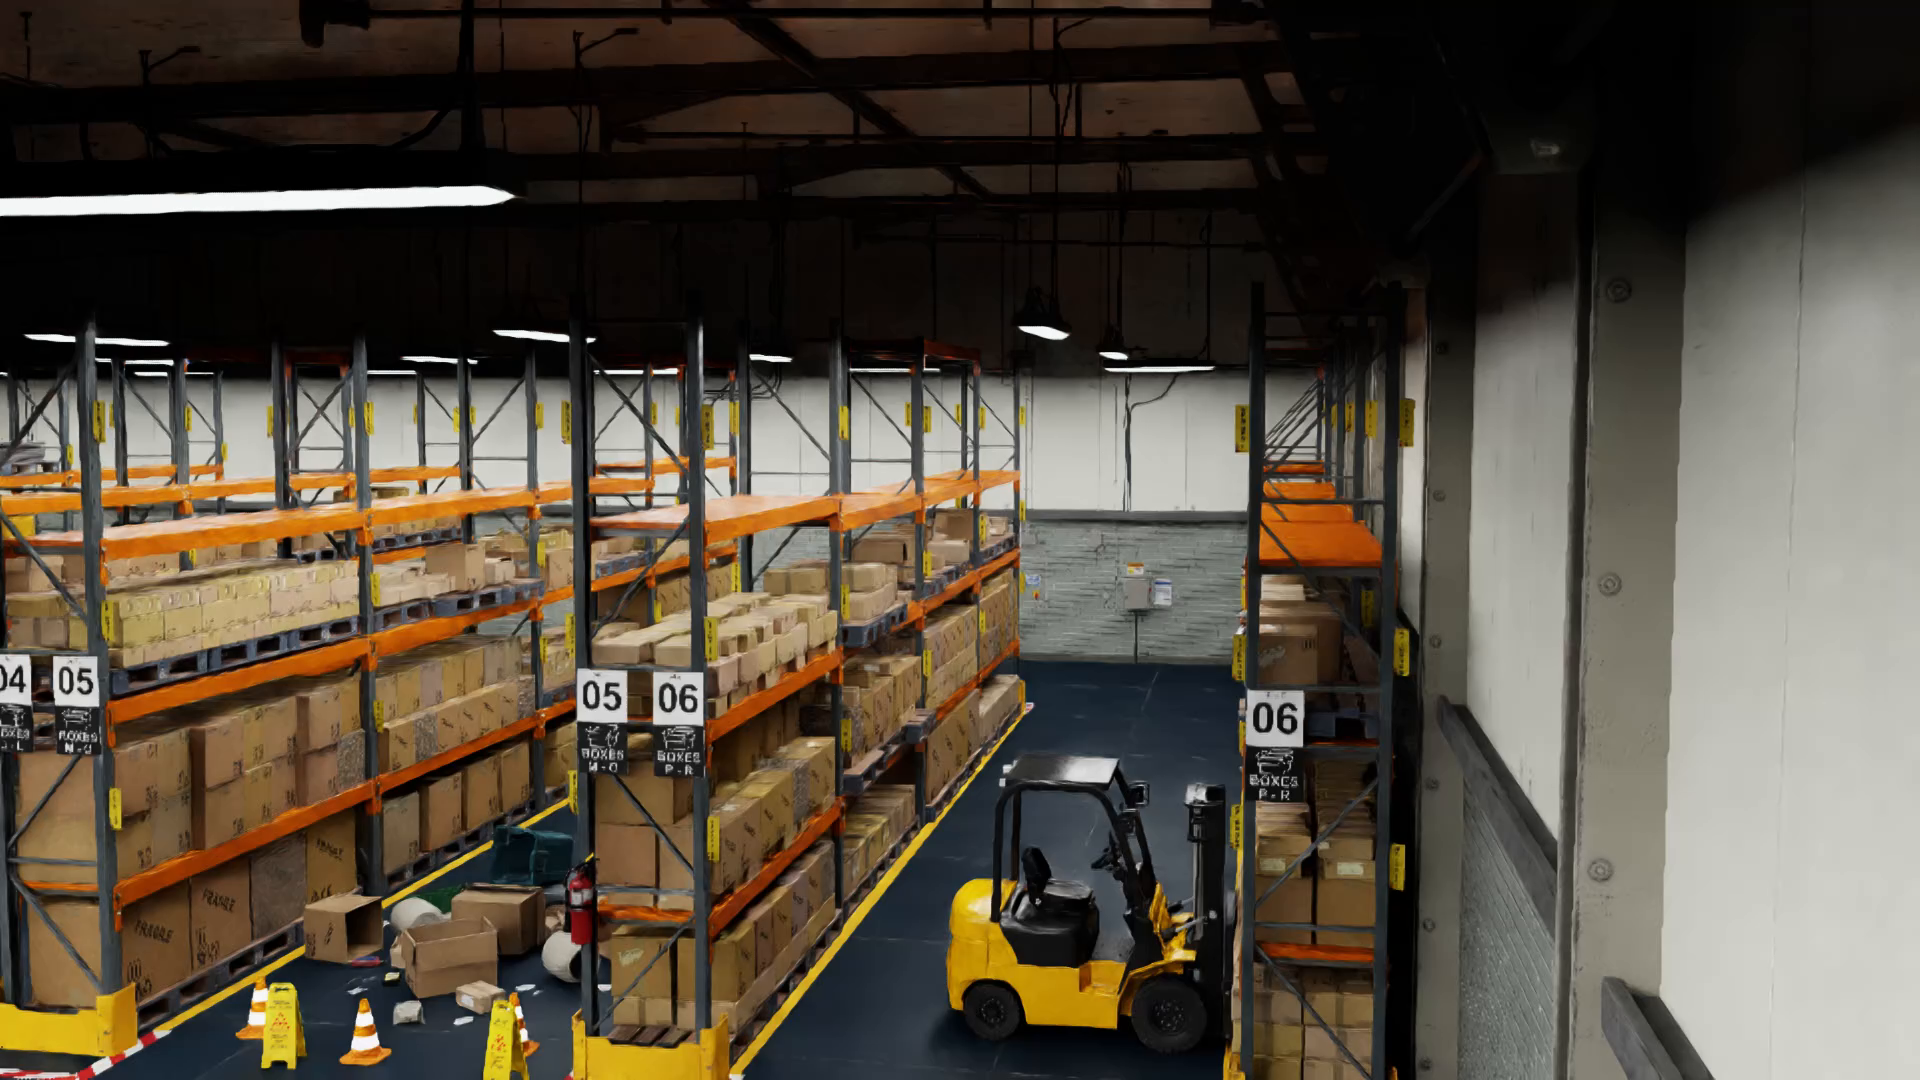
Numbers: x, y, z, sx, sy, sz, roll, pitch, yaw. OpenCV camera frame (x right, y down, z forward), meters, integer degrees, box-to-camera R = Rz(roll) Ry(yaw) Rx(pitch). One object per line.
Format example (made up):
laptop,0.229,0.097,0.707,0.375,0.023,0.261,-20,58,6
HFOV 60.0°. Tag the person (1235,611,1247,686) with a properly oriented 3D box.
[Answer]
person,4.962,2.033,28.580,0.416,1.658,0.608,-2,5,-20
